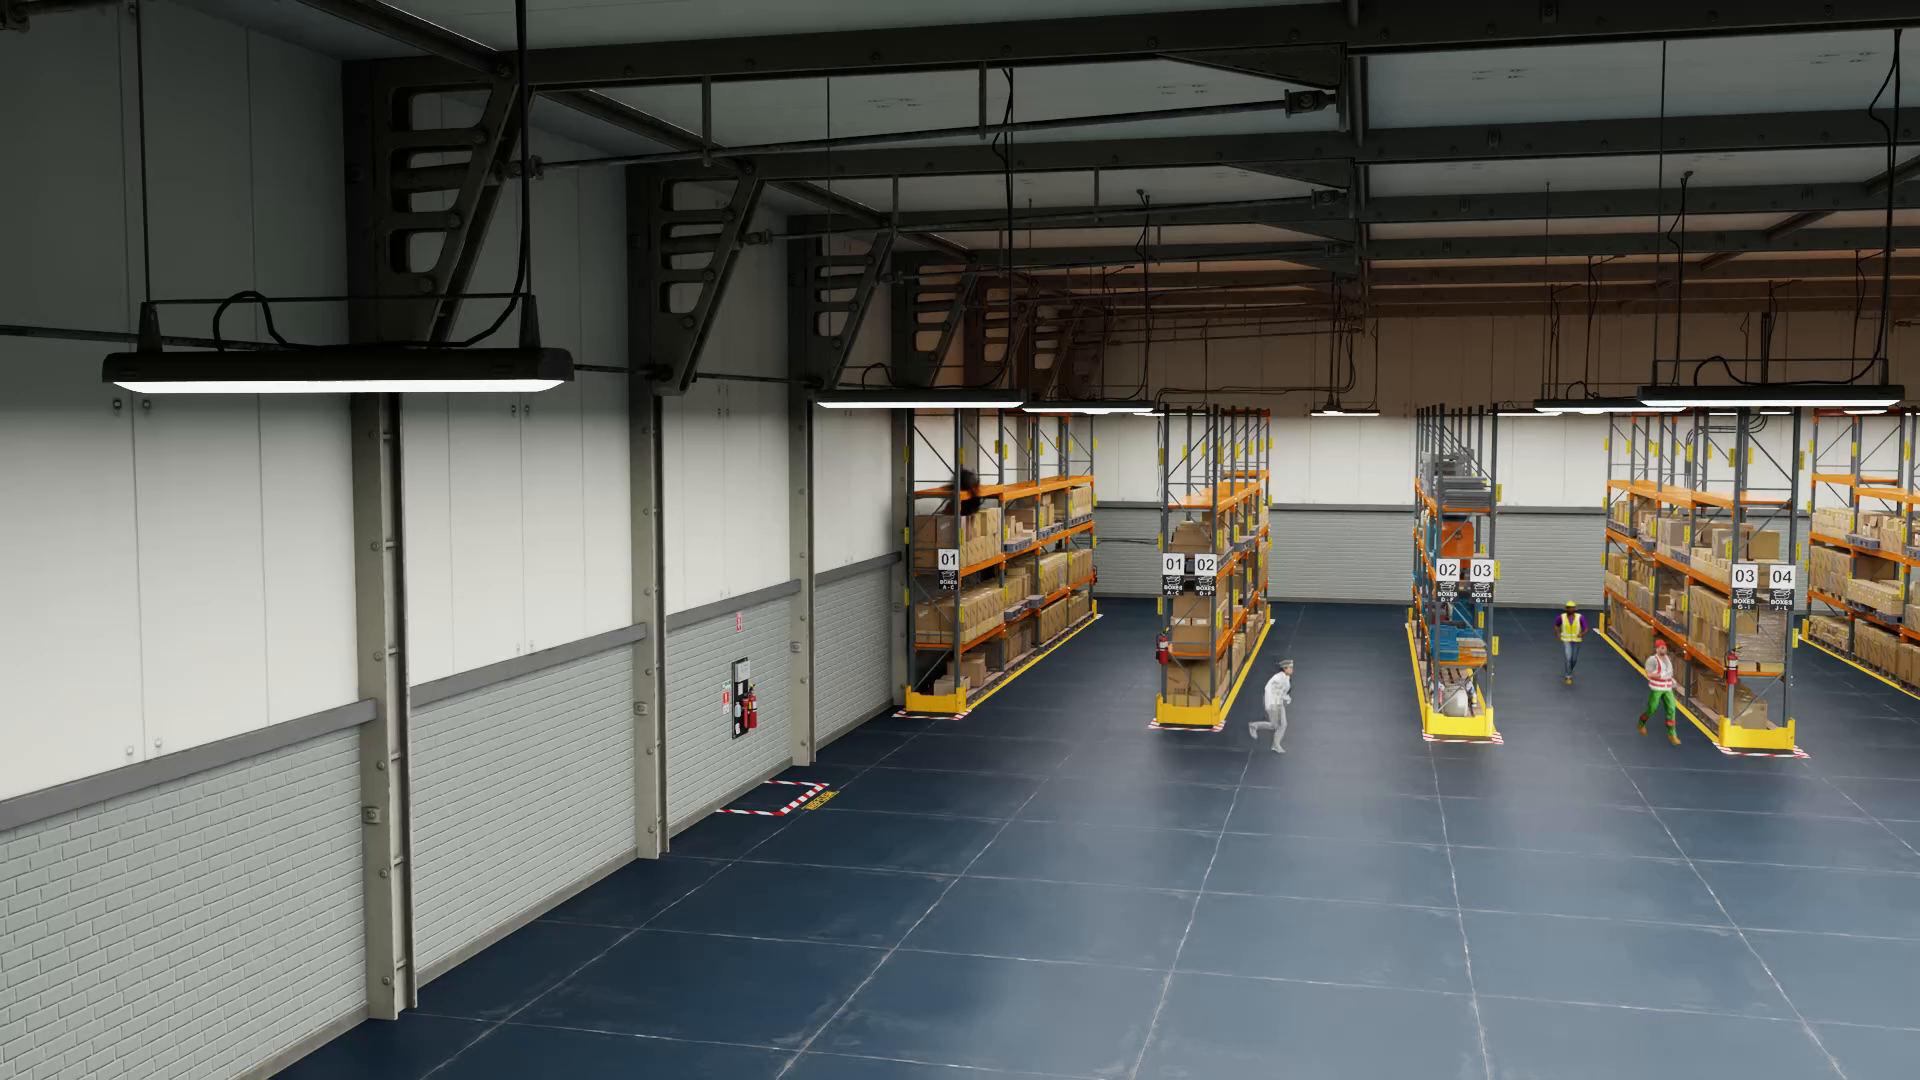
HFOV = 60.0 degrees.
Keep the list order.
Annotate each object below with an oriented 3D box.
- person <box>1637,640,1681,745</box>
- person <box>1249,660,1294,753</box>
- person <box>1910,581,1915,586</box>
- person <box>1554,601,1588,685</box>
[{"bbox_3d":[12.407,2.661,29.467,0.660,1.801,0.972,-1,4,-14],"label":"person"},{"bbox_3d":[5.389,2.851,28.750,0.799,1.625,0.615,2,5,31],"label":"person"},{"bbox_3d":[23.437,1.885,40.961,0.693,1.731,0.557,1,4,14],"label":"person"},{"bbox_3d":[13.233,2.202,36.007,0.686,1.773,0.886,1,4,14],"label":"person"}]
